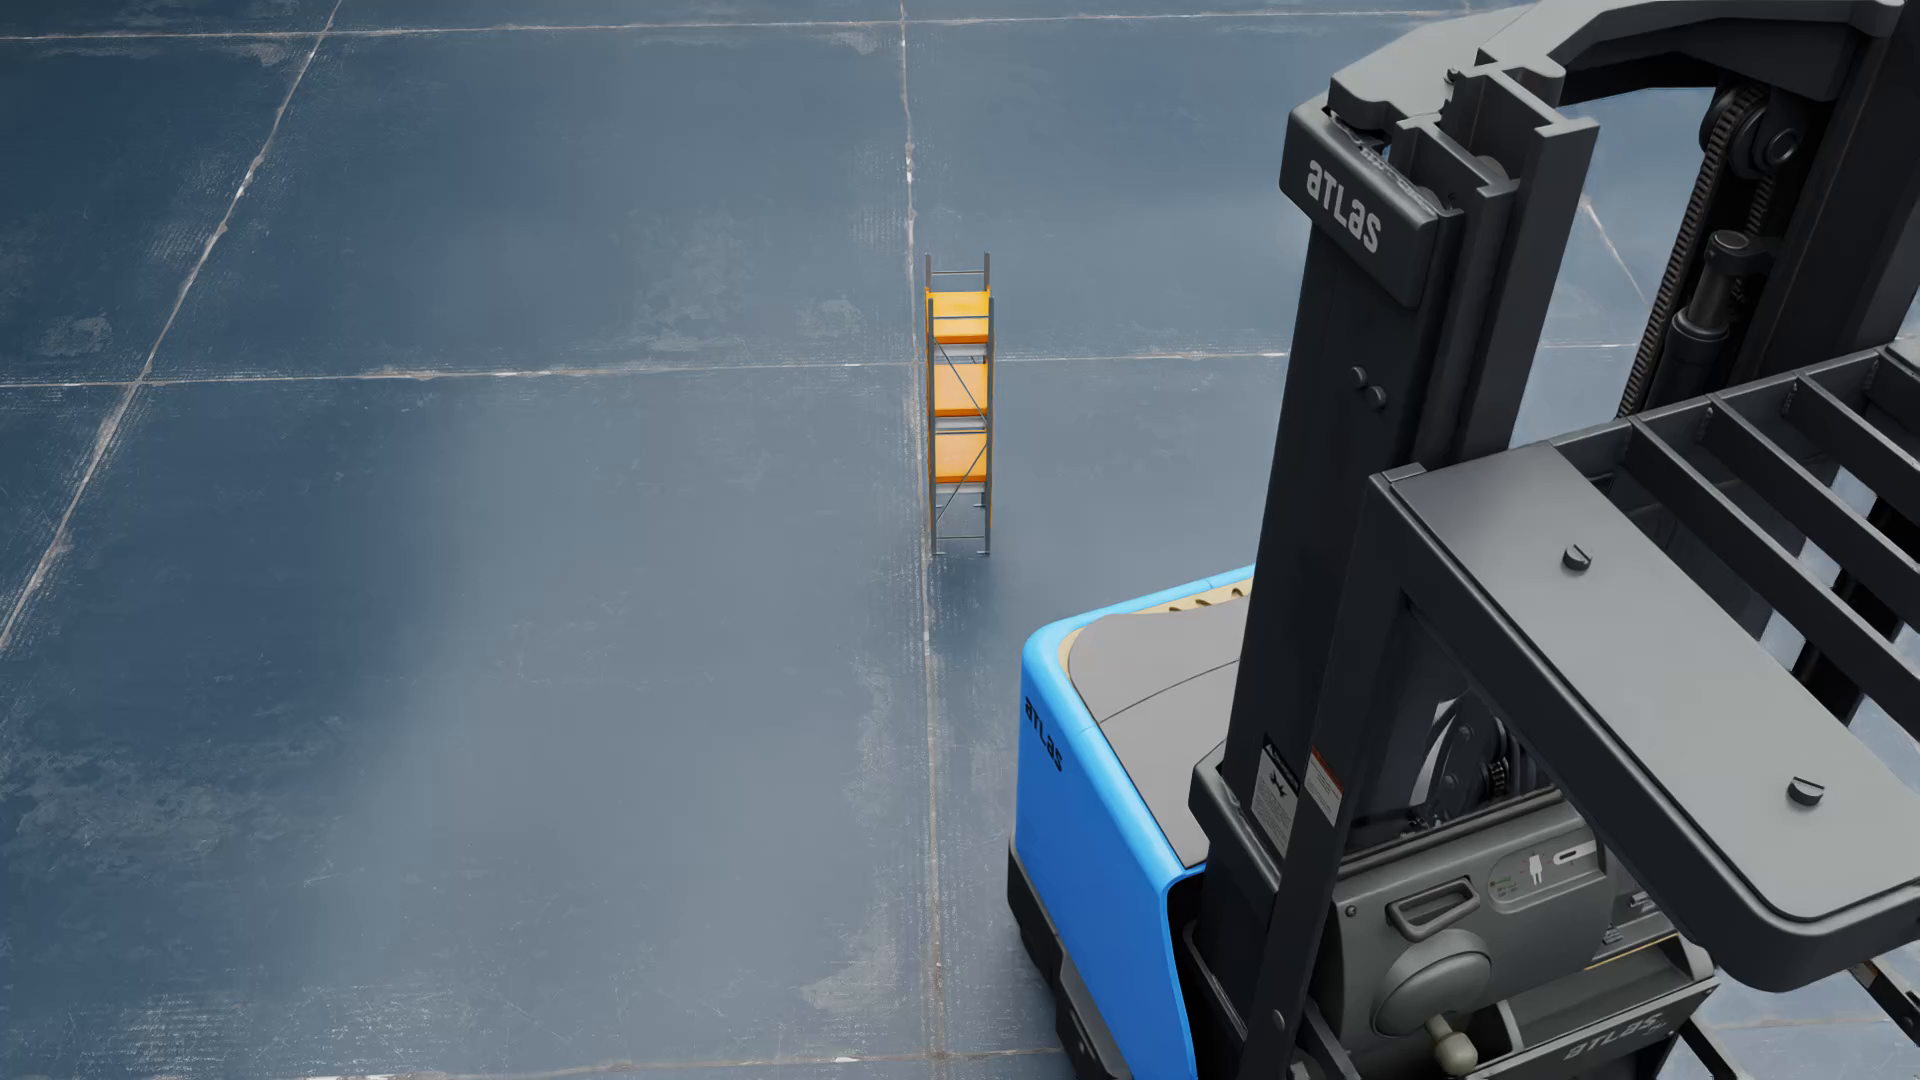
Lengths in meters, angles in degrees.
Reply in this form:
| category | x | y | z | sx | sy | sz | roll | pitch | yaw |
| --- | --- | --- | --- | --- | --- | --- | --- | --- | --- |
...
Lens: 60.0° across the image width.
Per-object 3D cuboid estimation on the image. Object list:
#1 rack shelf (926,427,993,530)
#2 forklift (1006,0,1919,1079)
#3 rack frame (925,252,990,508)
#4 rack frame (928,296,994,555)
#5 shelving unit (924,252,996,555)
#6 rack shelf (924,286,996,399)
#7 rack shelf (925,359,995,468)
| category | x | y | z | sx | sy | sz | roll | pitch | yaw |
| --- | --- | --- | --- | --- | --- | --- | --- | --- | --- |
| rack shelf | -0.002 | -0.210 | 5.630 | 0.215 | 0.259 | 0.240 | -2 | 43 | -2 |
| forklift | 1.143 | 0.725 | 2.790 | 1.130 | 2.935 | 3.031 | -15 | 45 | -16 |
| rack frame | -0.007 | -0.506 | 5.525 | 0.200 | 1.050 | 0.008 | -2 | 43 | -2 |
| rack frame | 0.003 | -0.341 | 5.345 | 0.200 | 1.050 | 0.008 | -2 | 43 | -2 |
| shelving unit | -0.002 | -0.423 | 5.435 | 0.215 | 1.050 | 0.252 | -2 | 43 | -2 |
| rack shelf | -0.002 | -0.625 | 5.250 | 0.215 | 0.259 | 0.240 | -2 | 43 | -2 |
| rack shelf | -0.002 | -0.415 | 5.442 | 0.215 | 0.259 | 0.240 | -2 | 43 | -2 |
